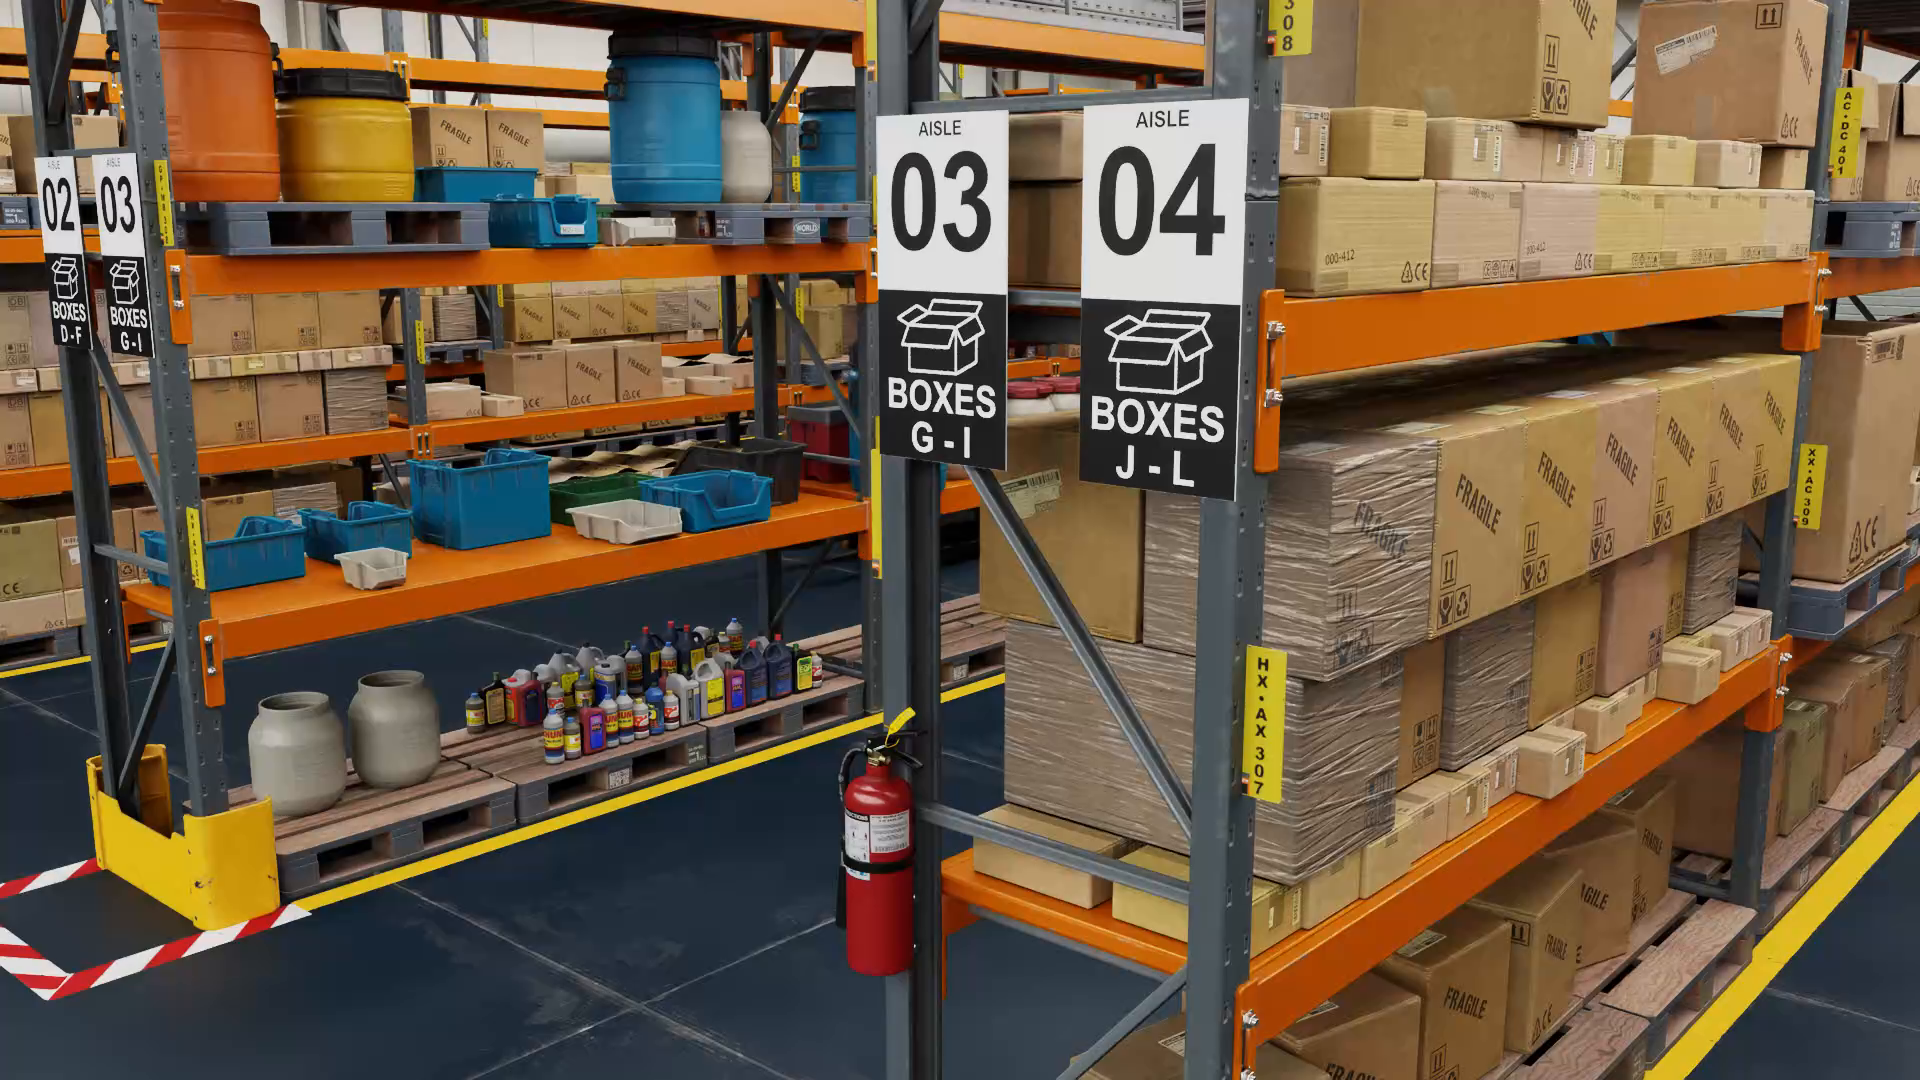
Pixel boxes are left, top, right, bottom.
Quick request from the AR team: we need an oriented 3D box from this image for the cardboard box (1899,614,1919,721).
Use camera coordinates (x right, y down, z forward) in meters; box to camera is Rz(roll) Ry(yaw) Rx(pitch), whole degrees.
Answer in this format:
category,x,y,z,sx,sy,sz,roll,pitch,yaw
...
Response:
category,x,y,z,sx,sy,sz,roll,pitch,yaw
cardboard box,5.076,0.672,9.487,0.700,0.500,0.500,9,14,37

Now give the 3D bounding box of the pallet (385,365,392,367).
category,x,y,z,sx,sy,sz,roll,pitch,yaw
pallet,-6.935,-1.970,17.945,1.003,0.211,1.213,10,15,40

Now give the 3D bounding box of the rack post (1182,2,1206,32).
category,x,y,z,sx,sy,sz,roll,pitch,yaw
rack post,2.230,-4.096,12.978,0.954,0.300,0.937,10,15,40

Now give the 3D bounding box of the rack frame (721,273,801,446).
category,x,y,z,sx,sy,sz,roll,pitch,yaw
rack frame,-1.936,-1.721,16.207,1.000,3.000,0.127,10,15,40

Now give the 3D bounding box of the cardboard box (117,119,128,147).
category,x,y,z,sx,sy,sz,roll,pitch,yaw
cardboard box,-5.758,-2.702,11.770,0.637,0.503,0.797,-10,15,-41

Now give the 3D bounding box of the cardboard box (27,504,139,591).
category,x,y,z,sx,sy,sz,roll,pitch,yaw
cardboard box,-6.047,0.032,11.466,0.500,0.500,0.500,10,15,40

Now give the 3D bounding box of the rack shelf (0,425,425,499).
category,x,y,z,sx,sy,sz,roll,pitch,yaw
rack shelf,-5.896,-0.485,11.857,1.077,0.370,4.000,10,15,40

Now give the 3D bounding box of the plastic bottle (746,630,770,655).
category,x,y,z,sx,sy,sz,roll,pitch,yaw
plastic bottle,-1.175,0.705,9.700,0.144,0.351,0.185,10,15,40

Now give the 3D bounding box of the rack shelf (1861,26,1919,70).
category,x,y,z,sx,sy,sz,roll,pitch,yaw
rack shelf,6.823,-3.127,10.787,1.077,0.370,4.000,10,15,40

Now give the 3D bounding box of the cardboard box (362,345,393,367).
category,x,y,z,sx,sy,sz,roll,pitch,yaw
cardboard box,-4.595,-1.432,12.848,0.380,0.149,0.250,10,15,40

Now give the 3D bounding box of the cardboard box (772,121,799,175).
category,x,y,z,sx,sy,sz,roll,pitch,yaw
cardboard box,-1.643,-3.794,16.122,0.500,0.500,0.500,10,15,40

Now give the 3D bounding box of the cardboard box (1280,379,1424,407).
category,x,y,z,sx,sy,sz,roll,pitch,yaw
cardboard box,1.057,-0.208,5.065,0.500,0.500,0.500,10,15,40

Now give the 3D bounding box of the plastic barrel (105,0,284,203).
category,x,y,z,sx,sy,sz,roll,pitch,yaw
plastic barrel,-3.273,-1.878,7.168,0.600,0.830,0.708,10,15,40

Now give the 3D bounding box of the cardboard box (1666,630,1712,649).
category,x,y,z,sx,sy,sz,roll,pitch,yaw
cardboard box,2.559,0.407,6.198,0.380,0.149,0.250,10,15,40

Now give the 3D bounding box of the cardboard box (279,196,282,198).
category,x,y,z,sx,sy,sz,roll,pitch,yaw
cardboard box,-7.065,-3.750,17.379,0.500,0.500,0.500,9,14,38

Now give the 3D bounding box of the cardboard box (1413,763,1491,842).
category,x,y,z,sx,sy,sz,roll,pitch,yaw
cardboard box,1.265,0.705,4.702,0.380,0.149,0.250,10,15,40

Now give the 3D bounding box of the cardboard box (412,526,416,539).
category,x,y,z,sx,sy,sz,roll,pitch,yaw
cardboard box,-4.124,-0.017,13.625,0.500,0.250,0.500,9,15,39

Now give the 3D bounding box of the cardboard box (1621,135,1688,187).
category,x,y,z,sx,sy,sz,roll,pitch,yaw
cardboard box,1.999,-1.164,5.126,0.380,0.149,0.250,11,16,43

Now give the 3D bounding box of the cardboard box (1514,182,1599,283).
category,x,y,z,sx,sy,sz,roll,pitch,yaw
cardboard box,1.400,-0.846,4.553,0.500,0.250,0.500,10,15,40

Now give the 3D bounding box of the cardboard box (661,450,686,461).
category,x,y,z,sx,sy,sz,roll,pitch,yaw
cardboard box,-2.435,-0.667,15.448,0.500,0.311,0.500,9,15,39

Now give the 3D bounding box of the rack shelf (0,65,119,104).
category,x,y,z,sx,sy,sz,roll,pitch,yaw
rack shelf,-9.620,-4.065,14.474,1.077,0.370,4.000,10,15,40

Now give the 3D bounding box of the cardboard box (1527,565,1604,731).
category,x,y,z,sx,sy,sz,roll,pitch,yaw
cardboard box,1.547,0.236,5.394,0.875,0.500,0.500,10,15,40

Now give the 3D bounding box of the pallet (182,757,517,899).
category,x,y,z,sx,sy,sz,roll,pitch,yaw
pallet,-2.943,1.329,8.059,1.003,0.211,1.213,10,15,40

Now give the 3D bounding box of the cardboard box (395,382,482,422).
category,x,y,z,sx,sy,sz,roll,pitch,yaw
cardboard box,-4.284,-1.137,13.666,0.500,0.250,0.500,11,16,44

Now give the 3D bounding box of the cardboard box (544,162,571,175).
category,x,y,z,sx,sy,sz,roll,pitch,yaw
cardboard box,-5.072,-4.260,19.883,0.700,0.500,0.500,9,14,37

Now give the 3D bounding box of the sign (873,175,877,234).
category,x,y,z,sx,sy,sz,roll,pitch,yaw
sign,-0.452,-1.894,9.392,0.100,0.325,0.005,10,15,40

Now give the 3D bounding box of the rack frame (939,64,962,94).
category,x,y,z,sx,sy,sz,roll,pitch,yaw
rack frame,-0.378,-6.480,24.716,1.000,3.000,0.127,10,15,40

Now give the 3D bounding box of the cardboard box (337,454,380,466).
category,x,y,z,sx,sy,sz,roll,pitch,yaw
cardboard box,-6.830,-1.100,18.360,0.700,0.500,0.500,10,15,40

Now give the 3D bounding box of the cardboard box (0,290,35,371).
category,x,y,z,sx,sy,sz,roll,pitch,yaw
cardboard box,-6.521,-1.382,10.942,0.700,0.500,0.500,9,15,39

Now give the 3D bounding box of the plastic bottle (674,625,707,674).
category,x,y,z,sx,sy,sz,roll,pitch,yaw
plastic bottle,-1.594,0.676,9.848,0.144,0.351,0.185,10,15,40

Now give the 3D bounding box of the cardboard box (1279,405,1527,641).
category,x,y,z,sx,sy,sz,roll,pitch,yaw
cardboard box,1.125,-0.066,4.354,0.500,0.500,0.500,10,15,40

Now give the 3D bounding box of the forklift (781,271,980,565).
category,x,y,z,sx,sy,sz,roll,pitch,yaw
forklift,-0.409,-1.313,14.341,1.130,2.935,3.031,9,15,39

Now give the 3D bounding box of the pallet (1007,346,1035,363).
category,x,y,z,sx,sy,sz,roll,pitch,yaw
pallet,0.095,-2.112,18.654,1.003,0.211,1.213,10,15,40

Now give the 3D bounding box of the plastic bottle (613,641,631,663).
category,x,y,z,sx,sy,sz,roll,pitch,yaw
plastic bottle,-1.967,0.737,9.714,0.061,0.283,0.133,11,15,43

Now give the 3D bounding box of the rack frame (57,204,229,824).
category,x,y,z,sx,sy,sz,roll,pitch,yaw
rack frame,-3.498,0.097,7.105,1.000,3.000,0.127,10,15,40

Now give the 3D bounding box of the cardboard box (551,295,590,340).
category,x,y,z,sx,sy,sz,roll,pitch,yaw
cardboard box,-4.794,-2.680,19.942,0.500,0.500,0.500,10,15,42

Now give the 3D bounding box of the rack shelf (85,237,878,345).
category,x,y,z,sx,sy,sz,roll,pitch,yaw
rack shelf,-2.178,-1.315,8.354,1.077,0.370,4.000,10,15,40

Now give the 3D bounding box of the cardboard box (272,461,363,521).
category,x,y,z,sx,sy,sz,roll,pitch,yaw
cardboard box,-5.118,-0.330,13.276,0.500,0.500,0.500,10,15,40

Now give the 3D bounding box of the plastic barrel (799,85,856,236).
category,x,y,z,sx,sy,sz,roll,pitch,yaw
plastic barrel,-0.685,-2.311,10.223,0.600,0.901,0.708,10,15,40

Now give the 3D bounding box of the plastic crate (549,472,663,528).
category,x,y,z,sx,sy,sz,roll,pitch,yaw
plastic crate,-1.966,-0.224,9.255,0.450,0.188,0.662,10,15,40

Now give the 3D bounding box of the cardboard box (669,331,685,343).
category,x,y,z,sx,sy,sz,roll,pitch,yaw
cardboard box,-3.725,-2.603,21.215,0.380,0.149,0.250,10,15,40

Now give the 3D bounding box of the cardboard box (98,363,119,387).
category,x,y,z,sx,sy,sz,roll,pitch,yaw
cardboard box,-5.947,-1.130,11.340,0.380,0.149,0.250,10,15,40

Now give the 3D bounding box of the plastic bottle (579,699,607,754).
category,x,y,z,sx,sy,sz,roll,pitch,yaw
plastic bottle,-1.904,0.956,8.616,0.061,0.283,0.133,10,15,41

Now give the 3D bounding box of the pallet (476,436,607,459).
category,x,y,z,sx,sy,sz,roll,pitch,yaw
pallet,-5.082,-1.099,20.216,1.003,0.211,1.213,10,15,40

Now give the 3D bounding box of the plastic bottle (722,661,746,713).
category,x,y,z,sx,sy,sz,roll,pitch,yaw
plastic bottle,-1.269,0.815,9.325,0.133,0.283,0.061,-11,16,-44

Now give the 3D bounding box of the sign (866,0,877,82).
category,x,y,z,sx,sy,sz,roll,pitch,yaw
sign,-0.182,-1.242,3.892,0.100,0.325,0.005,10,15,40

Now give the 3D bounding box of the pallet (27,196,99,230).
category,x,y,z,sx,sy,sz,roll,pitch,yaw
pallet,-5.925,-2.252,11.435,1.003,0.211,1.213,10,15,40

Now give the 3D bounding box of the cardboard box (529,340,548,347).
category,x,y,z,sx,sy,sz,roll,pitch,yaw
cardboard box,-5.095,-2.302,19.706,0.380,0.149,0.250,10,15,41

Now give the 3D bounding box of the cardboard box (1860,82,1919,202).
category,x,y,z,sx,sy,sz,roll,pitch,yaw
cardboard box,3.869,-1.773,7.477,0.797,0.503,0.637,11,15,43

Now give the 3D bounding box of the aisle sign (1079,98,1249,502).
category,x,y,z,sx,sy,sz,roll,pitch,yaw
aisle sign,0.407,-0.489,3.404,0.394,0.787,0.004,10,15,40

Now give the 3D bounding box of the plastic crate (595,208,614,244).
category,x,y,z,sx,sy,sz,roll,pitch,yaw
plastic crate,-2.104,-1.661,8.792,0.336,0.188,0.450,10,15,40

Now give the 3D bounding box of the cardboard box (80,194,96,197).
category,x,y,z,sx,sy,sz,roll,pitch,yaw
cardboard box,-8.449,-3.195,15.625,0.500,0.500,0.500,10,15,42

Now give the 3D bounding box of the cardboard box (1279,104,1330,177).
category,x,y,z,sx,sy,sz,roll,pitch,yaw
cardboard box,0.578,-0.866,3.633,0.380,0.149,0.250,10,15,40

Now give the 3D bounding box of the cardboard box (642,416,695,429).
category,x,y,z,sx,sy,sz,roll,pitch,yaw
cardboard box,-3.935,-1.857,21.307,0.750,0.750,0.750,10,15,42
